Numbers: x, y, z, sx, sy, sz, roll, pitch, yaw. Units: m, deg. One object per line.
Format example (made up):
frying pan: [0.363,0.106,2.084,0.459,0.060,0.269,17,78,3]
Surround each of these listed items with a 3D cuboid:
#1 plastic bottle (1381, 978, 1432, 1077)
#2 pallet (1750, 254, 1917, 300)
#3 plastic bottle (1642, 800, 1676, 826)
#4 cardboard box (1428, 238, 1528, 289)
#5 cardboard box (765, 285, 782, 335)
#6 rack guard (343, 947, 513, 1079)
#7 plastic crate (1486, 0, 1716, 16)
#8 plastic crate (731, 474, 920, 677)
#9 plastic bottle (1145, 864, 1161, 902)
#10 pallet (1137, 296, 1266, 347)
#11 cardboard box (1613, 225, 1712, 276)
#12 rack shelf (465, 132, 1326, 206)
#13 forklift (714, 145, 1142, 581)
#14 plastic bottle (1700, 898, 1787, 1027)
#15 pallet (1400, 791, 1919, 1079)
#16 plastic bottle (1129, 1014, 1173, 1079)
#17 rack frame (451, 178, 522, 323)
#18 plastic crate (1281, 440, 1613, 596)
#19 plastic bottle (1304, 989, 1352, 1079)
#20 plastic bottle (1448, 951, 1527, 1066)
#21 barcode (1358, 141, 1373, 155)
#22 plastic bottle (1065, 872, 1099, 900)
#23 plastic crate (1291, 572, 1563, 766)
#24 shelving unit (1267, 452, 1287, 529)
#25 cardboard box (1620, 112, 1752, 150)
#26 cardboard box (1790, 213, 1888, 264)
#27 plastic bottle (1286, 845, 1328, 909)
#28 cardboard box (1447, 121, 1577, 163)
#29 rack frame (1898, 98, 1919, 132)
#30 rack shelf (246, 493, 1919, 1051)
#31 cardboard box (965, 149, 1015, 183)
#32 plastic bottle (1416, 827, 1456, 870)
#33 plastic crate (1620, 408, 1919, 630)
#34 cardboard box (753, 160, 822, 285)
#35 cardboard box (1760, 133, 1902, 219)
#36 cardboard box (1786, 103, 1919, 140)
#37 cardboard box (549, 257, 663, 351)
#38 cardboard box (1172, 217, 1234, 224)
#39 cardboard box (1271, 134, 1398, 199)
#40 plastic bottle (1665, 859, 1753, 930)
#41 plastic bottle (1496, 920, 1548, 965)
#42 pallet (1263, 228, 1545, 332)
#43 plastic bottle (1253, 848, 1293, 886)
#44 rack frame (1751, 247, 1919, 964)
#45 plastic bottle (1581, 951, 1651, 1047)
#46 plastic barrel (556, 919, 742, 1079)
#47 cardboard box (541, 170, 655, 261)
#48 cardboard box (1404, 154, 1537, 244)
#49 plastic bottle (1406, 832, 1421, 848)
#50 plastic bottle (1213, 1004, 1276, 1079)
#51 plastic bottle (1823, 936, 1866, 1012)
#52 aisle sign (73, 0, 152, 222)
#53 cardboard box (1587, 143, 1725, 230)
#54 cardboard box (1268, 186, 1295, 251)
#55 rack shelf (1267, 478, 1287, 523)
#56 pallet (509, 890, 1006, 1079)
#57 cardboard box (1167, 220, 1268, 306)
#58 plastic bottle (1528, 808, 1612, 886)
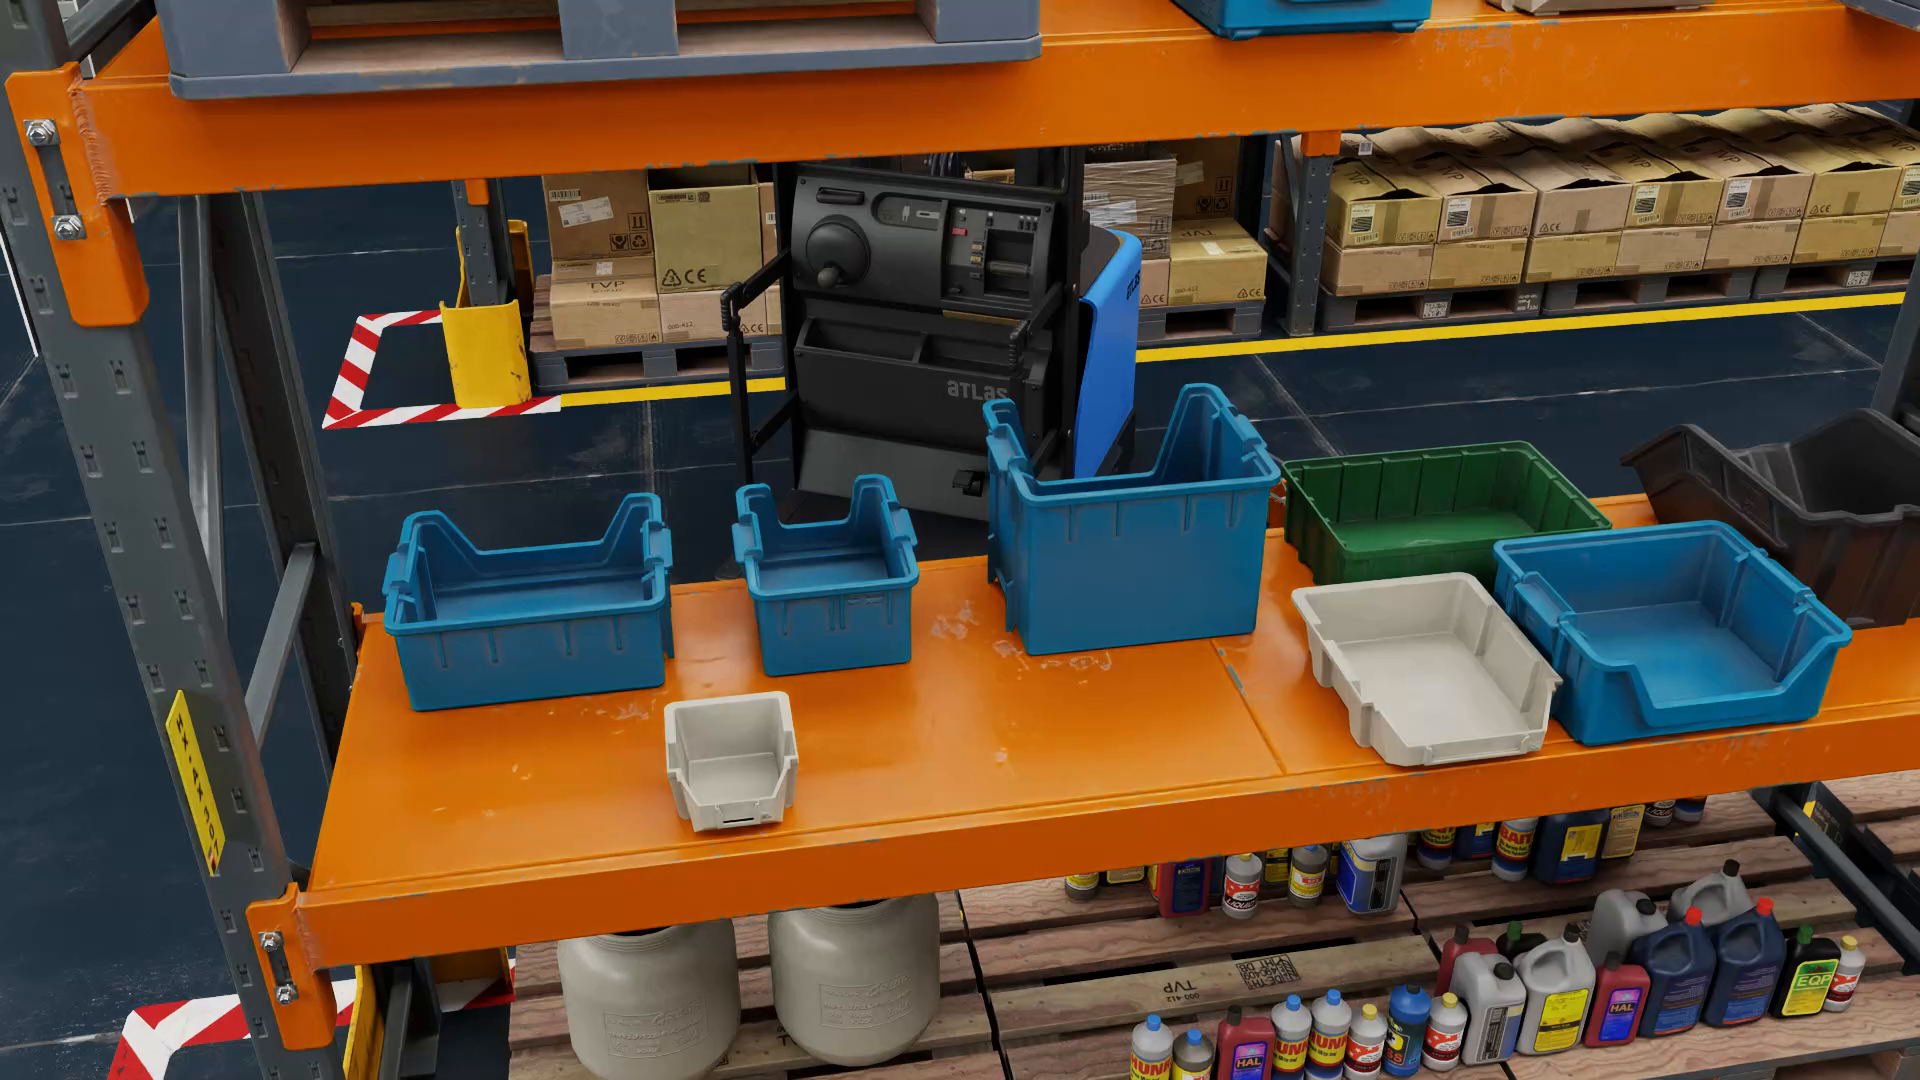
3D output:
plastic bottle: [1.088,1.176,4.049,0.097,0.271,0.097,0,30,0]
pallet: [4.777,-1.684,9.406,1.213,0.211,1.003,-5,31,-9]
plastic bottle: [2.056,0.729,4.877,0.097,0.201,0.097,0,30,0]
cardboard box: [2.604,-1.532,8.695,0.500,0.250,0.500,-5,31,-8]
cardboard box: [-0.724,-1.239,8.195,0.500,0.250,0.500,-5,31,-9]
rack guard: [-1.320,1.305,4.037,0.348,0.500,1.175,-5,31,-9]
plastic crate: [1.042,-0.938,2.687,0.396,0.136,0.243,-5,31,-9]
plastic crate: [-0.308,0.071,3.817,0.408,0.251,0.499,-5,31,-9]
plastic bottle: [0.594,0.847,4.603,0.135,0.276,0.152,-5,31,-9]
pallet: [0.870,-1.323,8.792,1.213,0.211,1.003,-5,31,-9]
cardboard box: [3.613,-1.627,8.856,0.500,0.250,0.500,-5,31,-8]
rack shelf: [-0.308,-2.084,8.045,4.000,0.370,1.077,-5,31,-9]
forklift: [-0.201,-0.964,5.498,1.130,2.935,3.031,10,32,16]
plastic bottle: [1.966,1.048,4.188,0.185,0.351,0.144,-6,31,-10]
pallet: [1.880,1.136,4.611,1.213,0.211,1.003,-5,31,-9]
plastic bottle: [0.453,1.234,3.949,0.097,0.271,0.097,0,30,0]
rack frame: [-2.275,-2.212,7.552,0.127,3.000,1.000,-5,31,-9]
plastic crate: [1.162,-0.032,4.055,0.662,0.188,0.450,-5,31,-9]
plastic bottle: [0.889,1.194,4.018,0.097,0.271,0.097,0,30,0]
plastic bottle: [1.299,1.140,4.105,0.135,0.276,0.152,-5,31,-8]
barcode: [1.985,-1.919,8.139,0.075,0.075,0.001,-5,31,-9]
plastic bottle: [0.341,0.889,4.606,0.097,0.201,0.097,0,30,0]
plastic crate: [0.996,0.281,3.573,0.437,0.136,0.530,-5,31,-9]
shelving unit: [1.441,-0.054,6.649,0.258,0.189,1.200,-18,35,-27]
cardboard box: [4.009,-2.181,9.244,0.500,0.311,0.500,-6,31,-10]
cardboard box: [4.614,-1.719,9.013,0.500,0.250,0.500,-6,31,-10]
plastic bottle: [0.957,0.906,4.577,0.097,0.201,0.097,0,30,0]
cardboard box: [3.008,-2.089,9.089,0.500,0.311,0.500,-5,31,-9]
rack frame: [5.594,-2.942,8.794,0.127,3.000,1.000,-5,31,-9]
rack shelf: [0.581,0.386,3.845,4.000,0.370,1.077,-5,31,-9]
cardboard box: [0.258,-1.657,8.168,0.500,0.500,0.500,-5,31,-9]
plastic bottle: [1.356,0.796,4.695,0.097,0.271,0.097,0,30,0]
plastic crate: [2.010,-0.096,4.015,0.504,0.338,0.767,-5,31,-9]
cardboard box: [-0.727,-1.568,8.015,0.500,0.500,0.500,-5,31,-9]
cardboard box: [4.613,-1.958,8.866,0.500,0.311,0.500,-6,31,-10]
cardboard box: [5.026,-2.278,9.410,0.500,0.311,0.500,-4,31,-7]
cardboard box: [-1.708,-1.146,8.037,0.500,0.250,0.500,-5,31,-9]
cardboard box: [1.149,-1.682,8.949,0.500,0.250,0.500,-5,31,-9]
cardboard box: [2.006,-1.994,8.928,0.500,0.311,0.500,-5,31,-9]
plastic bottle: [1.940,0.976,4.310,0.185,0.351,0.144,-5,31,-9]
plastic bottle: [1.416,1.075,4.208,0.133,0.283,0.061,-5,31,-9]
pallet: [2.377,-1.462,9.028,1.213,0.211,1.003,-5,31,-9]
plastic bottle: [0.893,0.785,4.635,0.185,0.351,0.144,-4,31,-7]
rack frame: [2.548,-0.107,3.973,0.127,3.000,1.000,-5,31,-9]
plastic bottle: [1.625,1.130,4.115,0.133,0.283,0.061,-3,31,-6]
plastic barrel: [-0.753,1.051,4.043,0.421,0.512,0.421,0,30,0]
cardboard box: [-1.801,-1.728,8.288,0.500,0.500,0.500,-5,31,-9]
cardboard box: [2.604,-1.771,8.548,0.500,0.311,0.500,-6,31,-10]
plastic bottle: [1.324,0.753,4.757,0.133,0.283,0.061,-4,31,-7]
plastic bottle: [0.679,1.218,3.966,0.133,0.283,0.061,-5,31,-8]
plastic bottle: [2.247,1.098,4.250,0.097,0.201,0.097,0,30,0]
aisle sign: [-1.511,-1.004,2.933,0.004,0.787,0.394,-5,31,-9]
cardboard box: [3.623,-1.869,8.714,0.500,0.311,0.500,-4,31,-8]
cardboard box: [2.015,-1.755,9.074,0.500,0.250,0.500,-6,31,-9]
rack shelf: [1.291,-0.178,6.856,0.258,0.180,0.103,-18,35,-27]
pallet: [-0.520,1.358,4.232,1.213,0.211,1.003,-5,31,-9]
cardboard box: [1.243,-1.421,8.507,0.500,0.250,0.500,-5,31,-9]
plastic bottle: [1.705,0.784,4.637,0.185,0.351,0.144,-5,31,-9]
